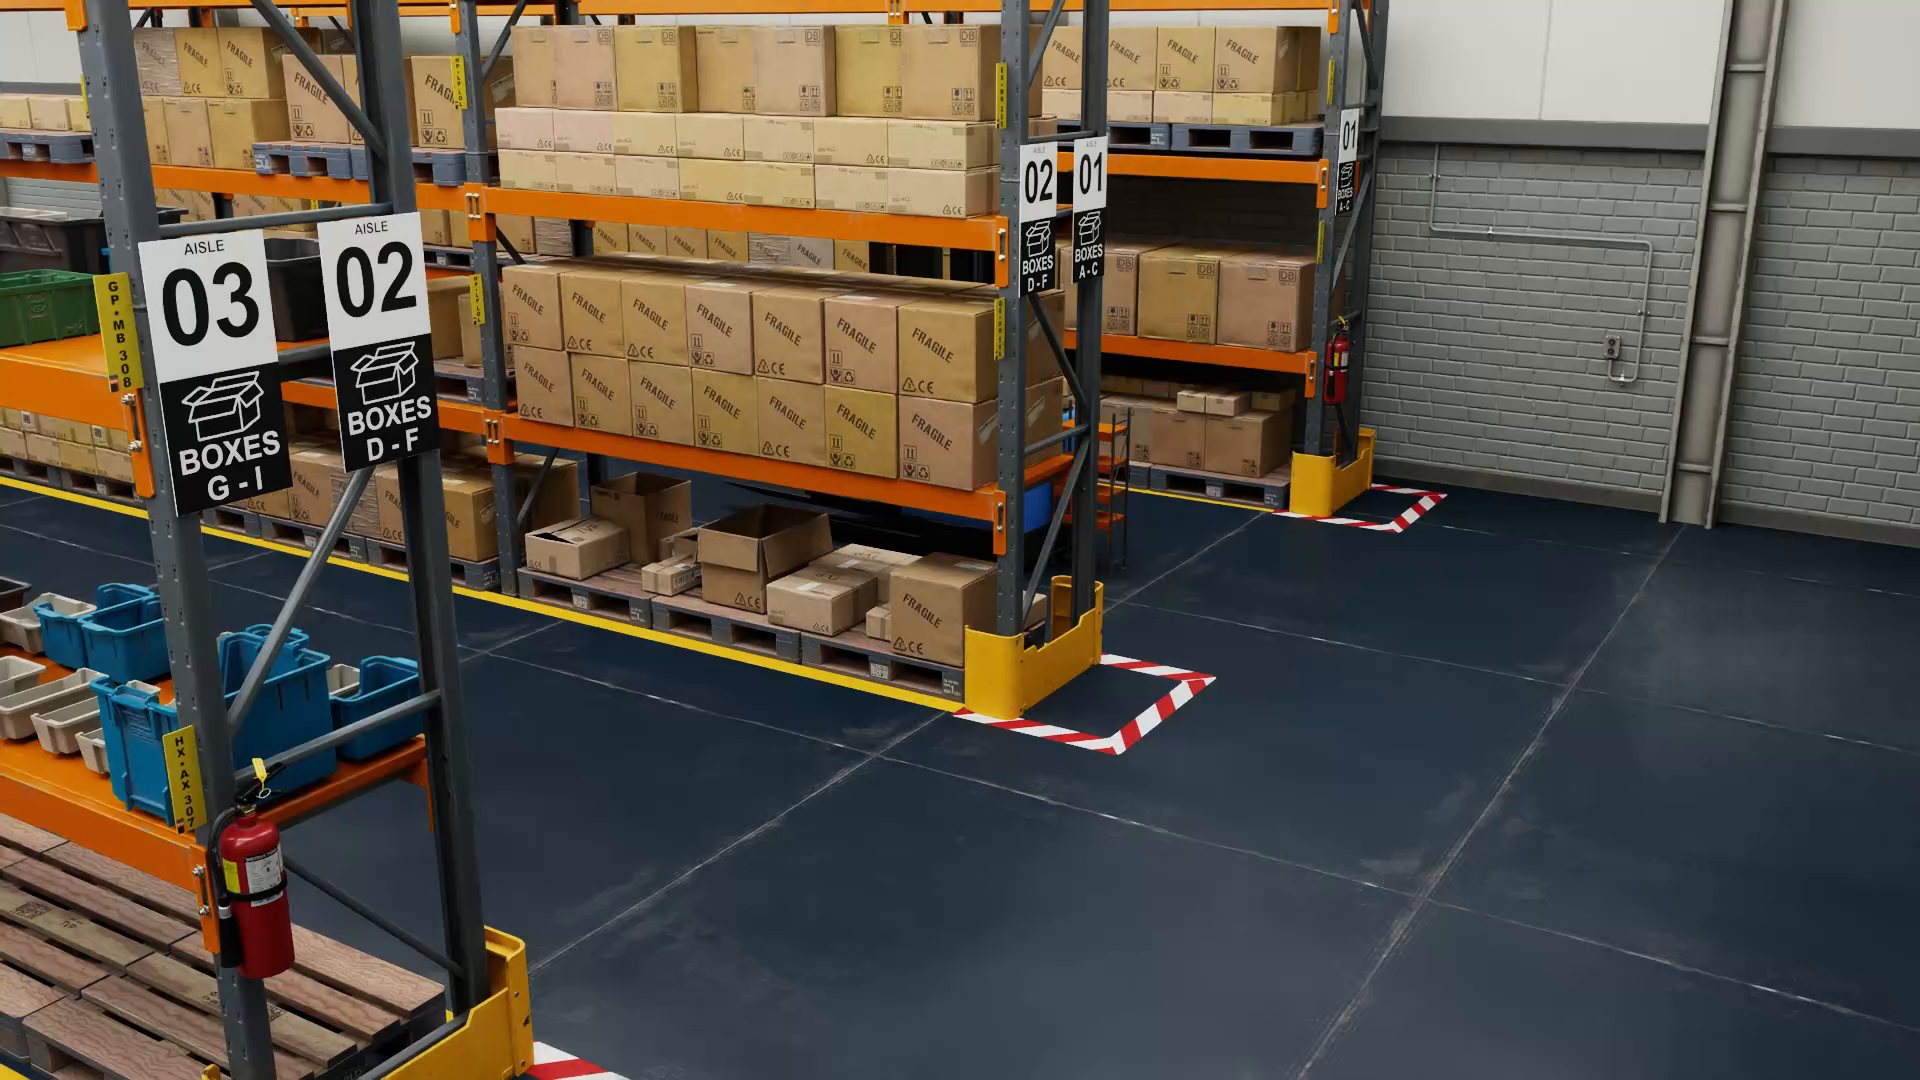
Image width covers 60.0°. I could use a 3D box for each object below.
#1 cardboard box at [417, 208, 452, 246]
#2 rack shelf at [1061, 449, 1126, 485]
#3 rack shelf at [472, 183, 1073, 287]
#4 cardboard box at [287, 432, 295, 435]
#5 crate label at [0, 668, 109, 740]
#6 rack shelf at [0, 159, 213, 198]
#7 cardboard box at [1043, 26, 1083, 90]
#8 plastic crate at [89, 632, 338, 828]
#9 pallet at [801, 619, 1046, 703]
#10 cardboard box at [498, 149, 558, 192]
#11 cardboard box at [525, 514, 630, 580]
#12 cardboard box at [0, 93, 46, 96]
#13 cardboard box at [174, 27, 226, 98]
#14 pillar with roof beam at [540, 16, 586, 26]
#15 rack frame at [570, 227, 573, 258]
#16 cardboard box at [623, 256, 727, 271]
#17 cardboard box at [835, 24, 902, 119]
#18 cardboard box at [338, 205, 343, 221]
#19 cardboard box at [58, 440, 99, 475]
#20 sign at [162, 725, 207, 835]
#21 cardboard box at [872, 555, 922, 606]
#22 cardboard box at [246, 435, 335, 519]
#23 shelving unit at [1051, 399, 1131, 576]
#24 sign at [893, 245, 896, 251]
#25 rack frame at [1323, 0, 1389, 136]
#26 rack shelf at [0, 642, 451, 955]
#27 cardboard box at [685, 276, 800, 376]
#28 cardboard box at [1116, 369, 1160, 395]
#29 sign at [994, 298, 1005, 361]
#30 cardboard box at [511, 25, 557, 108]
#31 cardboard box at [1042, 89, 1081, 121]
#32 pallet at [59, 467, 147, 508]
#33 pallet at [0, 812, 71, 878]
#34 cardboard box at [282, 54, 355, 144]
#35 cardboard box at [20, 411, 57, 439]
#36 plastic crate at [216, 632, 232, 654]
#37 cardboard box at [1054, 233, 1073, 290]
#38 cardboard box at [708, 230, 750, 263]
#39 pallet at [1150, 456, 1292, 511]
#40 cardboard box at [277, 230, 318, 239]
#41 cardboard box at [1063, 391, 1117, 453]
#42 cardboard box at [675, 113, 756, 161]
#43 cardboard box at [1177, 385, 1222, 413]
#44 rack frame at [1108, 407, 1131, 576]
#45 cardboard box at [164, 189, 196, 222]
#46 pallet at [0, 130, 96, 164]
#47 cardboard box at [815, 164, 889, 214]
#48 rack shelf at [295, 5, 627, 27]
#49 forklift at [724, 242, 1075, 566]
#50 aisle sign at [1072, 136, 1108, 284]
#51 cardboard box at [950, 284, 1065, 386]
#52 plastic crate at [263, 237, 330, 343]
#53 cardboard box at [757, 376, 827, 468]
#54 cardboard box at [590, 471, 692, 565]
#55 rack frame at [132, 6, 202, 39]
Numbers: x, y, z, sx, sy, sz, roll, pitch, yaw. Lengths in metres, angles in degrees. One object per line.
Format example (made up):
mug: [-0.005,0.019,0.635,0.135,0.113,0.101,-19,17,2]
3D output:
cardboard box: [-5.650,-3.605,18.658,0.500,0.500,0.700,13,21,38]
rack shelf: [0.945,-0.533,12.034,0.480,0.148,0.258,11,20,33]
rack shelf: [-1.184,-1.954,10.229,4.000,0.370,1.077,10,20,30]
cardboard box: [-5.377,-0.706,13.588,0.500,0.500,0.500,11,20,32]
crate label: [-3.354,0.602,6.089,0.243,0.136,0.396,10,20,30]
rack shelf: [-8.001,-3.171,14.235,4.000,0.370,1.077,10,20,30]
cardboard box: [1.027,-4.037,13.923,0.500,0.500,0.500,10,20,30]
plastic crate: [-2.458,0.617,5.524,0.499,0.435,0.616,10,20,30]
pallet: [-0.224,0.643,10.401,1.213,0.211,1.003,10,20,30]
cardboard box: [-2.603,-2.395,10.703,0.500,0.250,0.500,10,20,30]
cardboard box: [-2.644,0.026,11.502,0.500,0.311,0.500,10,20,30]
cardboard box: [-8.108,-3.642,14.086,0.500,0.250,0.500,8,19,25]
cardboard box: [-5.494,-3.591,12.490,0.500,0.500,0.500,10,20,30]
pillar with roof beam: [-6.615,-5.219,14.580,0.400,9.000,9.100,10,20,30]
rack frame: [-3.707,-3.003,17.606,0.127,3.000,1.000,10,20,30]
cardboard box: [-1.884,-1.603,11.106,0.500,0.500,0.500,10,19,29]
cardboard box: [-0.308,-2.691,9.527,0.500,0.500,0.700,10,20,30]
cardboard box: [-7.407,-4.031,19.924,0.500,0.500,0.500,10,19,29]
cardboard box: [-7.314,-0.758,14.224,0.500,0.250,0.500,10,19,29]
sign: [-2.349,0.728,5.042,0.005,0.325,0.100,10,20,30]
cardboard box: [-0.221,0.318,10.649,0.500,0.250,0.500,10,20,30]
cardboard box: [-5.184,-0.494,12.891,0.500,0.500,0.500,10,19,29]
shelving unit: [0.945,-0.383,12.079,0.503,1.200,0.258,11,20,33]
sign: [-0.574,-2.775,14.999,0.005,0.325,0.100,10,20,30]
rack frame: [3.110,-4.656,12.728,0.127,3.000,1.000,10,20,30]
rack shelf: [-3.779,0.708,6.628,4.000,0.370,1.077,10,20,30]
cardboard box: [-1.316,-1.317,10.163,0.500,0.500,0.500,11,20,32]
cardboard box: [1.591,-1.406,14.811,0.250,0.149,0.380,10,20,31]
sign: [0.213,-1.129,8.902,0.005,0.325,0.100,10,20,30]
cardboard box: [-2.454,-3.064,10.754,0.500,0.500,0.700,10,20,30]
cardboard box: [1.020,-3.679,14.035,0.500,0.250,0.500,10,19,29]
pallet: [-6.978,-0.576,14.414,1.213,0.211,1.003,10,20,30]
pallet: [-4.837,1.496,7.594,1.213,0.211,1.003,10,20,30]
cardboard box: [-4.417,-3.196,12.014,0.600,0.600,0.600,9,19,28]
cardboard box: [-7.747,-1.103,14.394,0.500,0.311,0.500,10,20,30]
plastic crate: [-2.921,0.474,6.512,0.298,0.136,0.250,10,20,30]
cardboard box: [0.774,-2.339,14.904,0.700,0.700,0.980,10,19,29]
cardboard box: [-2.116,-2.830,16.320,0.500,0.500,0.500,11,20,32]
pallet: [2.387,-0.554,14.342,1.213,0.211,1.003,10,20,30]
cardboard box: [-7.678,-3.546,19.618,0.500,0.250,0.500,10,20,30]
cardboard box: [1.147,-1.104,14.934,0.500,0.500,0.700,11,20,31]
cardboard box: [-1.331,-2.404,9.870,0.500,0.250,0.500,10,20,30]
cardboard box: [2.038,-1.196,14.120,0.250,0.149,0.380,11,20,32]
rack frame: [1.145,-0.343,11.946,0.015,1.200,0.240,11,20,33]
cardboard box: [-9.422,-4.211,20.518,0.500,0.500,0.500,9,19,28]
pallet: [-6.922,-3.201,13.424,1.003,0.211,1.213,11,20,33]
cardboard box: [-0.476,-2.014,9.447,0.500,0.250,0.500,10,20,30]
rack shelf: [-5.412,-5.642,17.898,4.000,0.370,1.077,10,20,30]
forklift: [-0.518,-1.507,12.798,3.031,2.935,1.130,11,20,33]
aisle sign: [0.732,-1.865,9.387,0.004,0.787,0.394,10,20,30]
cardboard box: [0.280,-1.218,9.836,0.500,0.500,0.500,11,20,32]
plastic crate: [-2.257,-0.833,5.525,0.590,0.269,0.497,10,20,30]
cardboard box: [-0.870,-0.762,10.058,0.500,0.500,0.500,10,20,30]
cardboard box: [-2.254,-0.165,11.807,0.500,0.500,0.500,10,20,30]
rack frame: [-6.297,-4.646,12.693,0.127,3.000,1.000,10,20,30]
